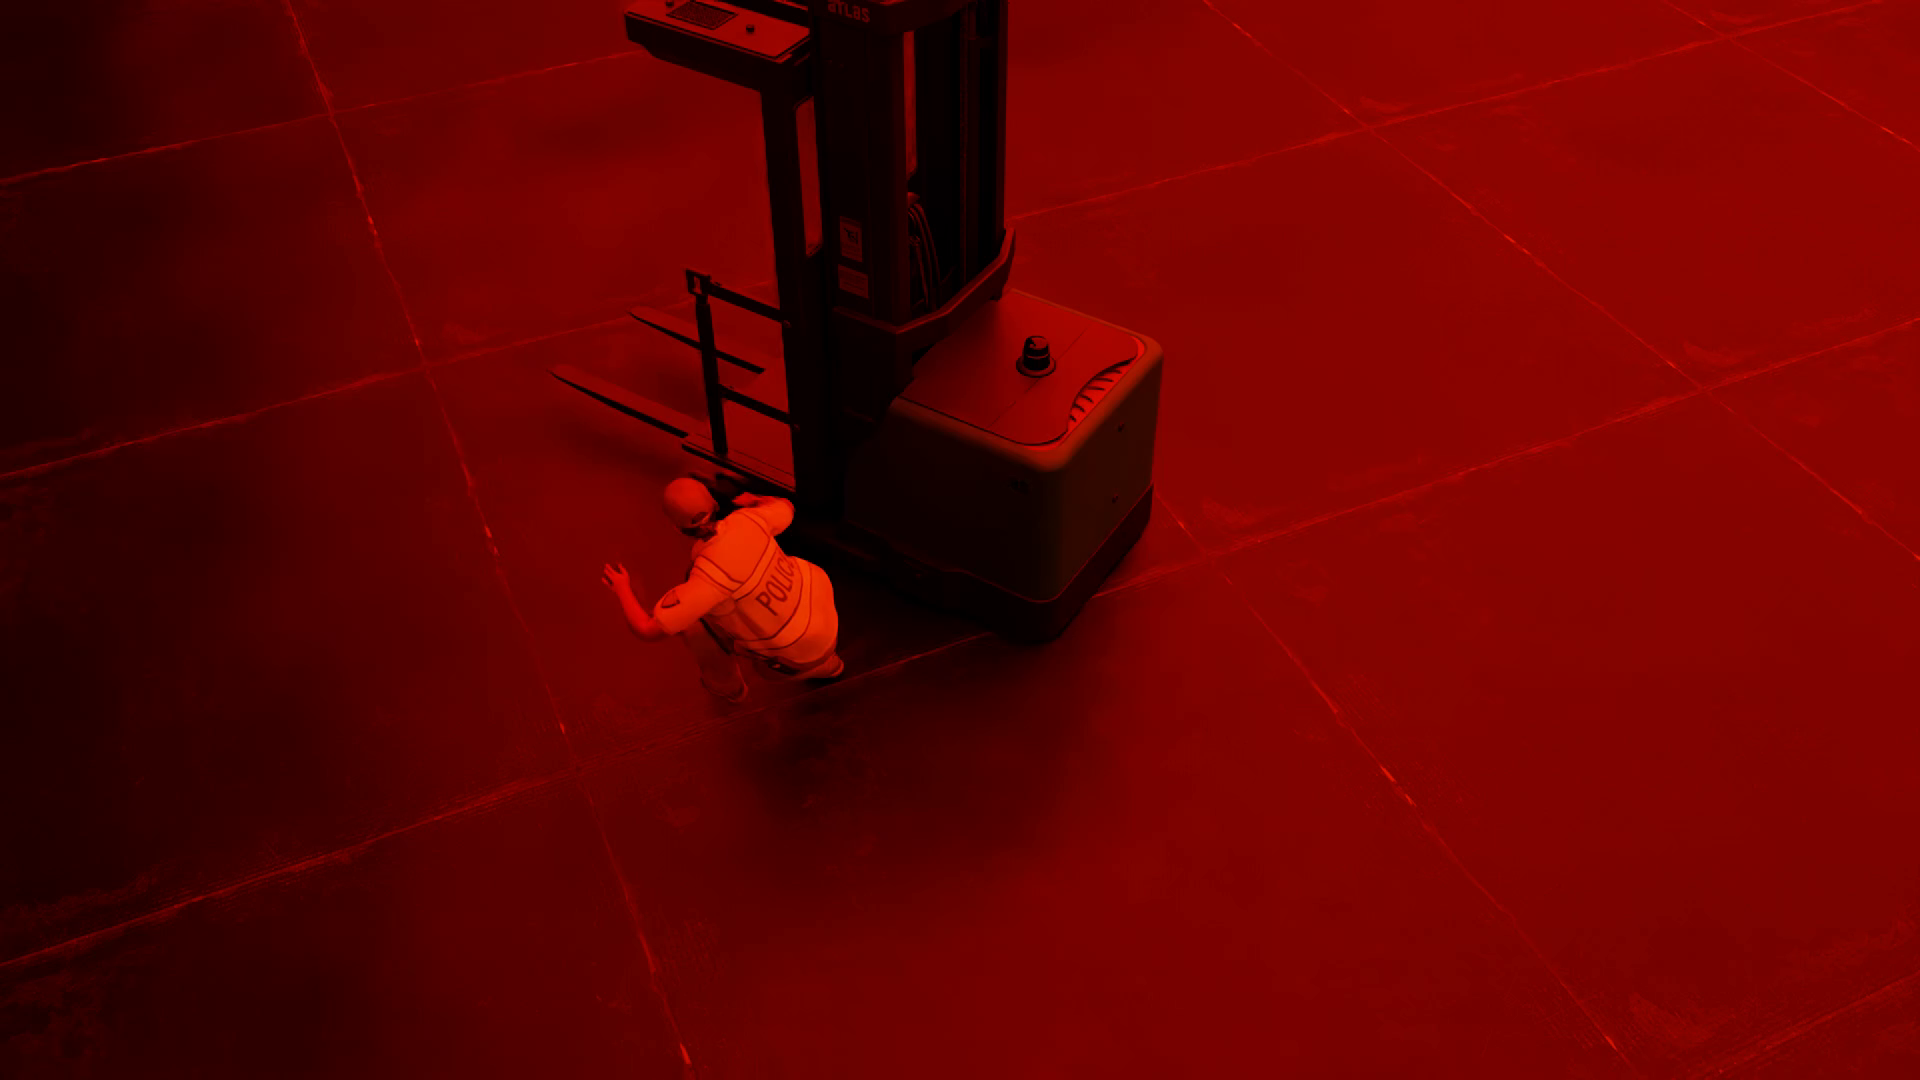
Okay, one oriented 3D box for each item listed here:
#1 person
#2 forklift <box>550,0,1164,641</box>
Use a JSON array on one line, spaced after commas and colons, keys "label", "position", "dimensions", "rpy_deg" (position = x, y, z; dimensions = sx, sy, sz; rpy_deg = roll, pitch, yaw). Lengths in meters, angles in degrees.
[{"label": "person", "position": [-0.900, 0.242, 6.512], "dimensions": [0.881, 1.434, 0.921], "rpy_deg": [1, 43, 1]}, {"label": "forklift", "position": [-0.623, -1.406, 7.186], "dimensions": [3.031, 2.935, 1.130], "rpy_deg": [23, 48, 23]}]
